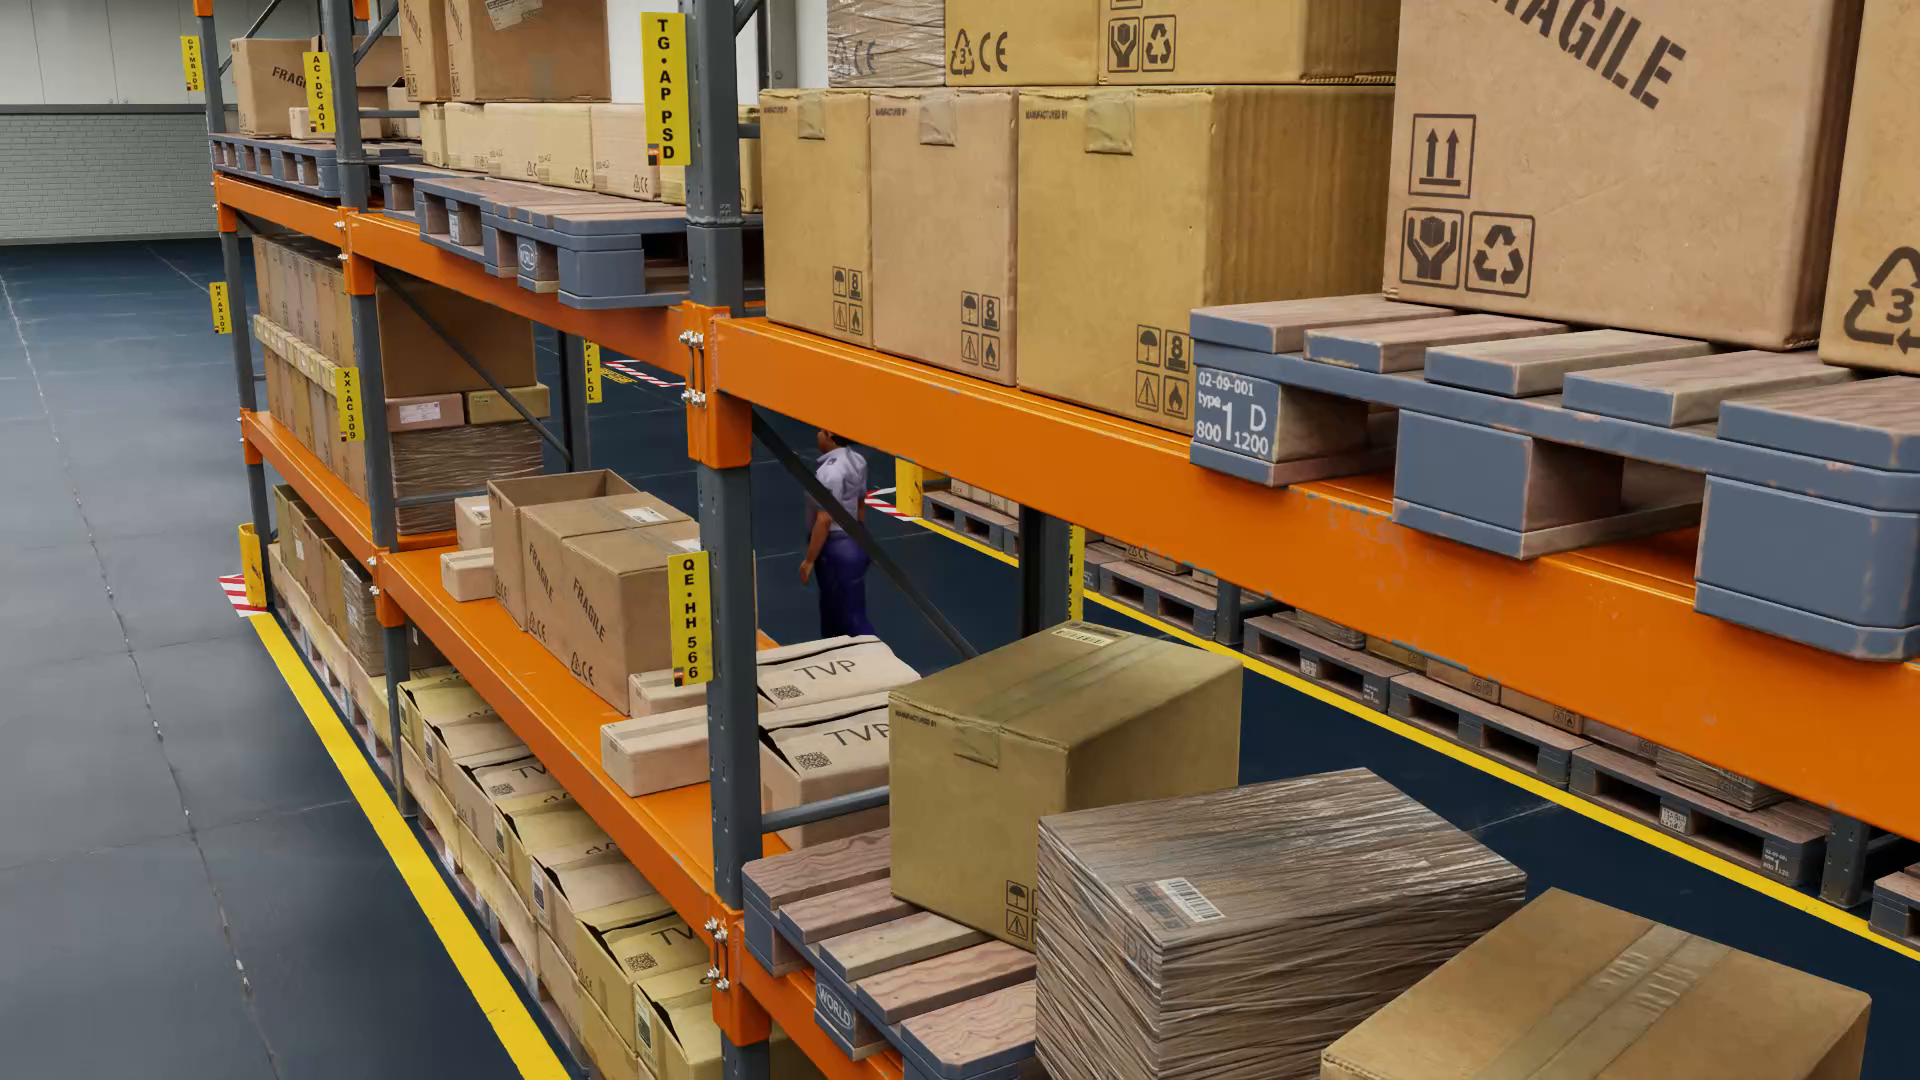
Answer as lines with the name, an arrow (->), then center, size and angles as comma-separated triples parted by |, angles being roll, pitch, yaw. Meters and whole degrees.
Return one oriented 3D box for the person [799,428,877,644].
person -> -0.663, 0.088, 9.214 | 0.630, 1.640, 0.594 | 4, 15, 14
